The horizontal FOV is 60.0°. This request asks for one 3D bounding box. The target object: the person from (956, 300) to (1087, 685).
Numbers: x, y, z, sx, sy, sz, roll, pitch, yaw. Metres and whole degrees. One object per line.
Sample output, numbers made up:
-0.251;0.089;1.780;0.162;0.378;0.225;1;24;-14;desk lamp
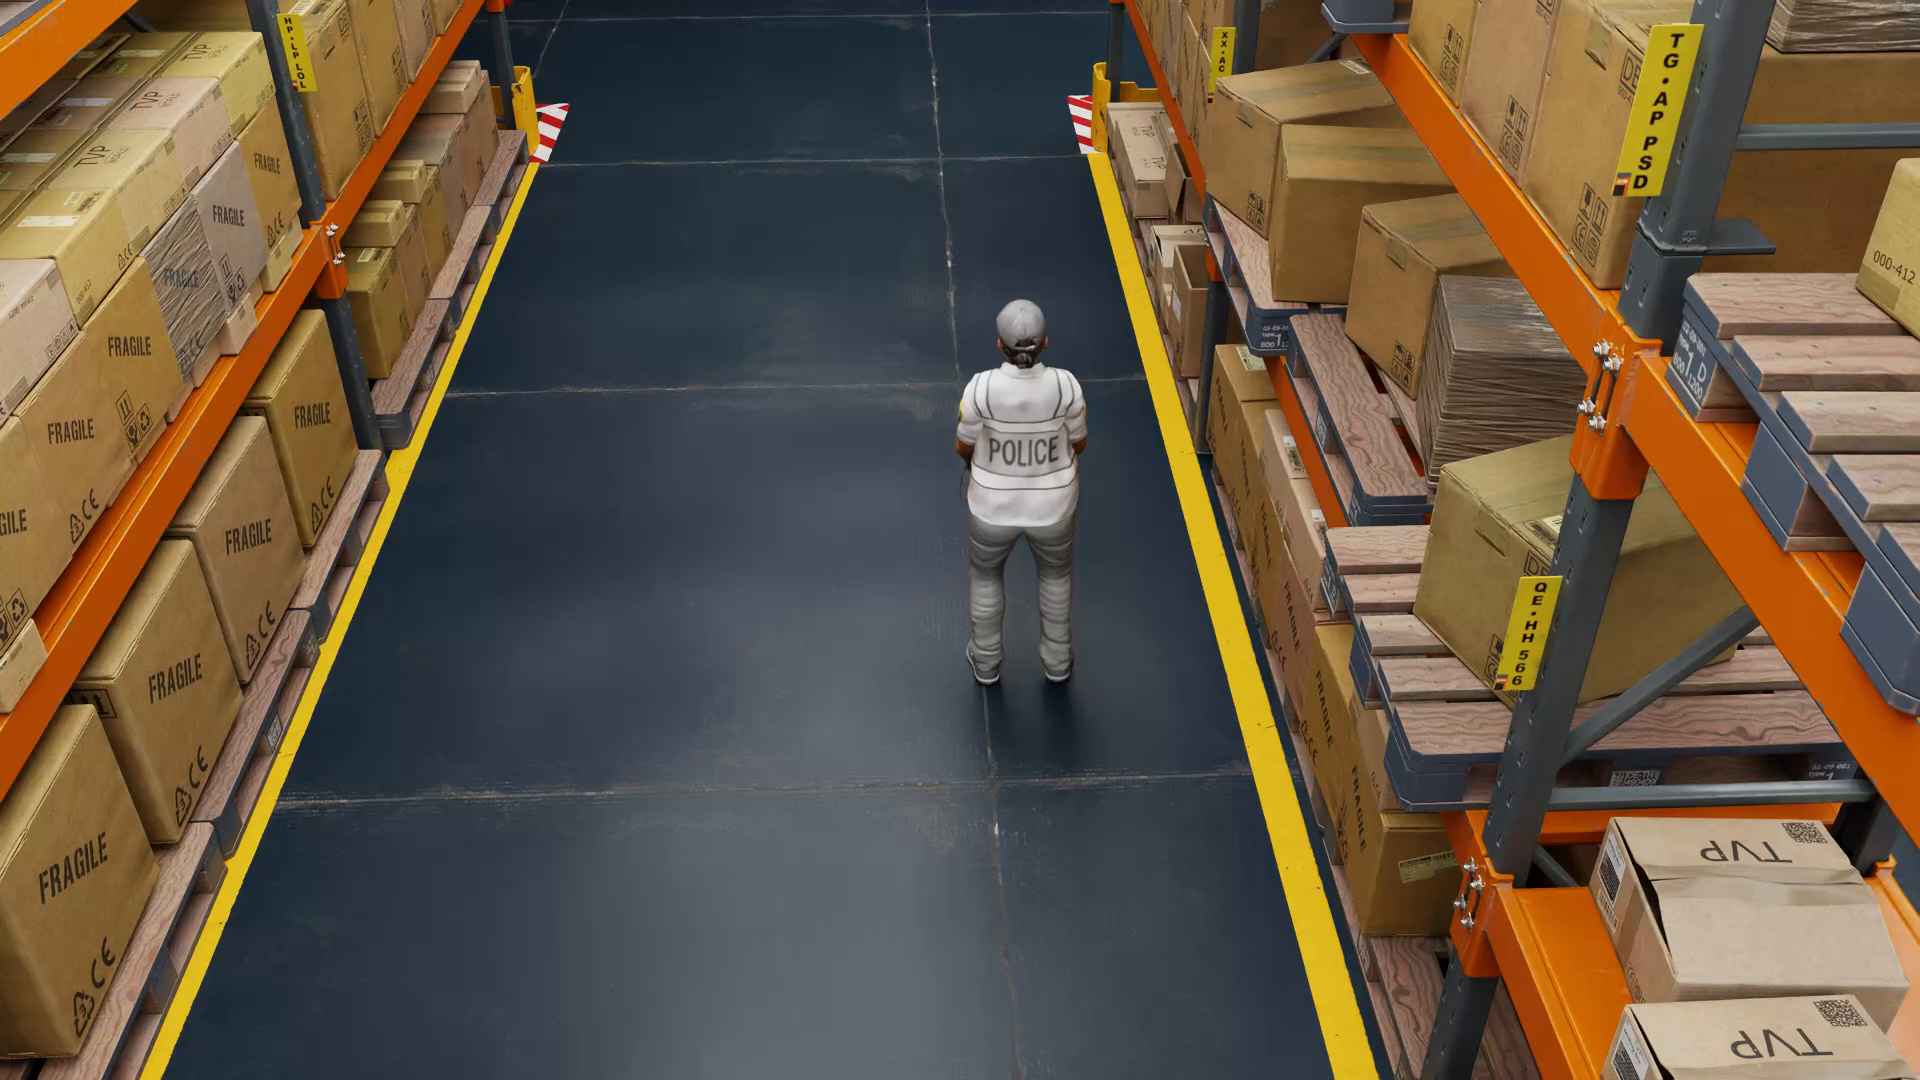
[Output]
0.230;-0.174;6.381;0.493;1.671;0.491;-1;35;-2;person
